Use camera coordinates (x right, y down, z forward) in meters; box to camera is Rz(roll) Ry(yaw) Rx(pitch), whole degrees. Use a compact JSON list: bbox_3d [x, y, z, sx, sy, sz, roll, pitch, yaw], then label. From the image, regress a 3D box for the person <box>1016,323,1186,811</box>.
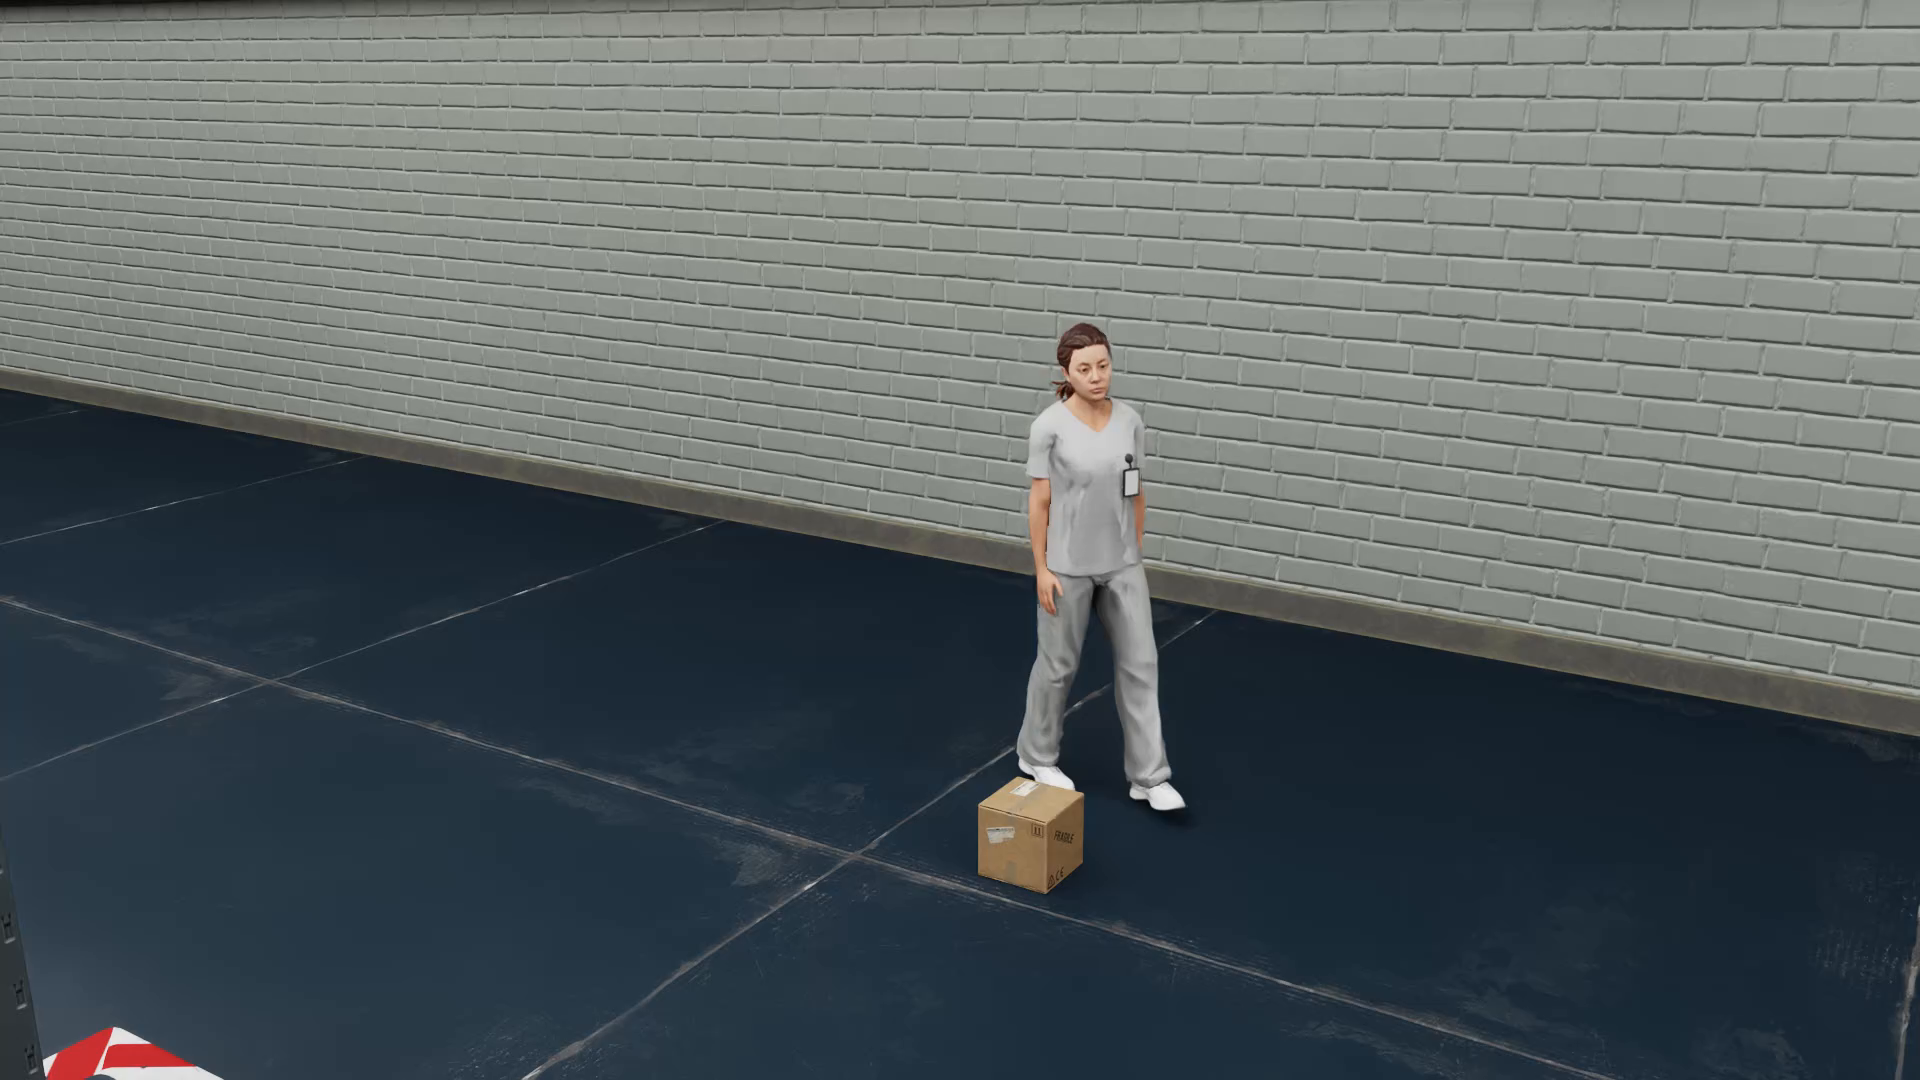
[{"bbox_3d":[0.473,0.109,5.629,0.466,1.666,0.641,-5,17,-18],"label":"person"}]
